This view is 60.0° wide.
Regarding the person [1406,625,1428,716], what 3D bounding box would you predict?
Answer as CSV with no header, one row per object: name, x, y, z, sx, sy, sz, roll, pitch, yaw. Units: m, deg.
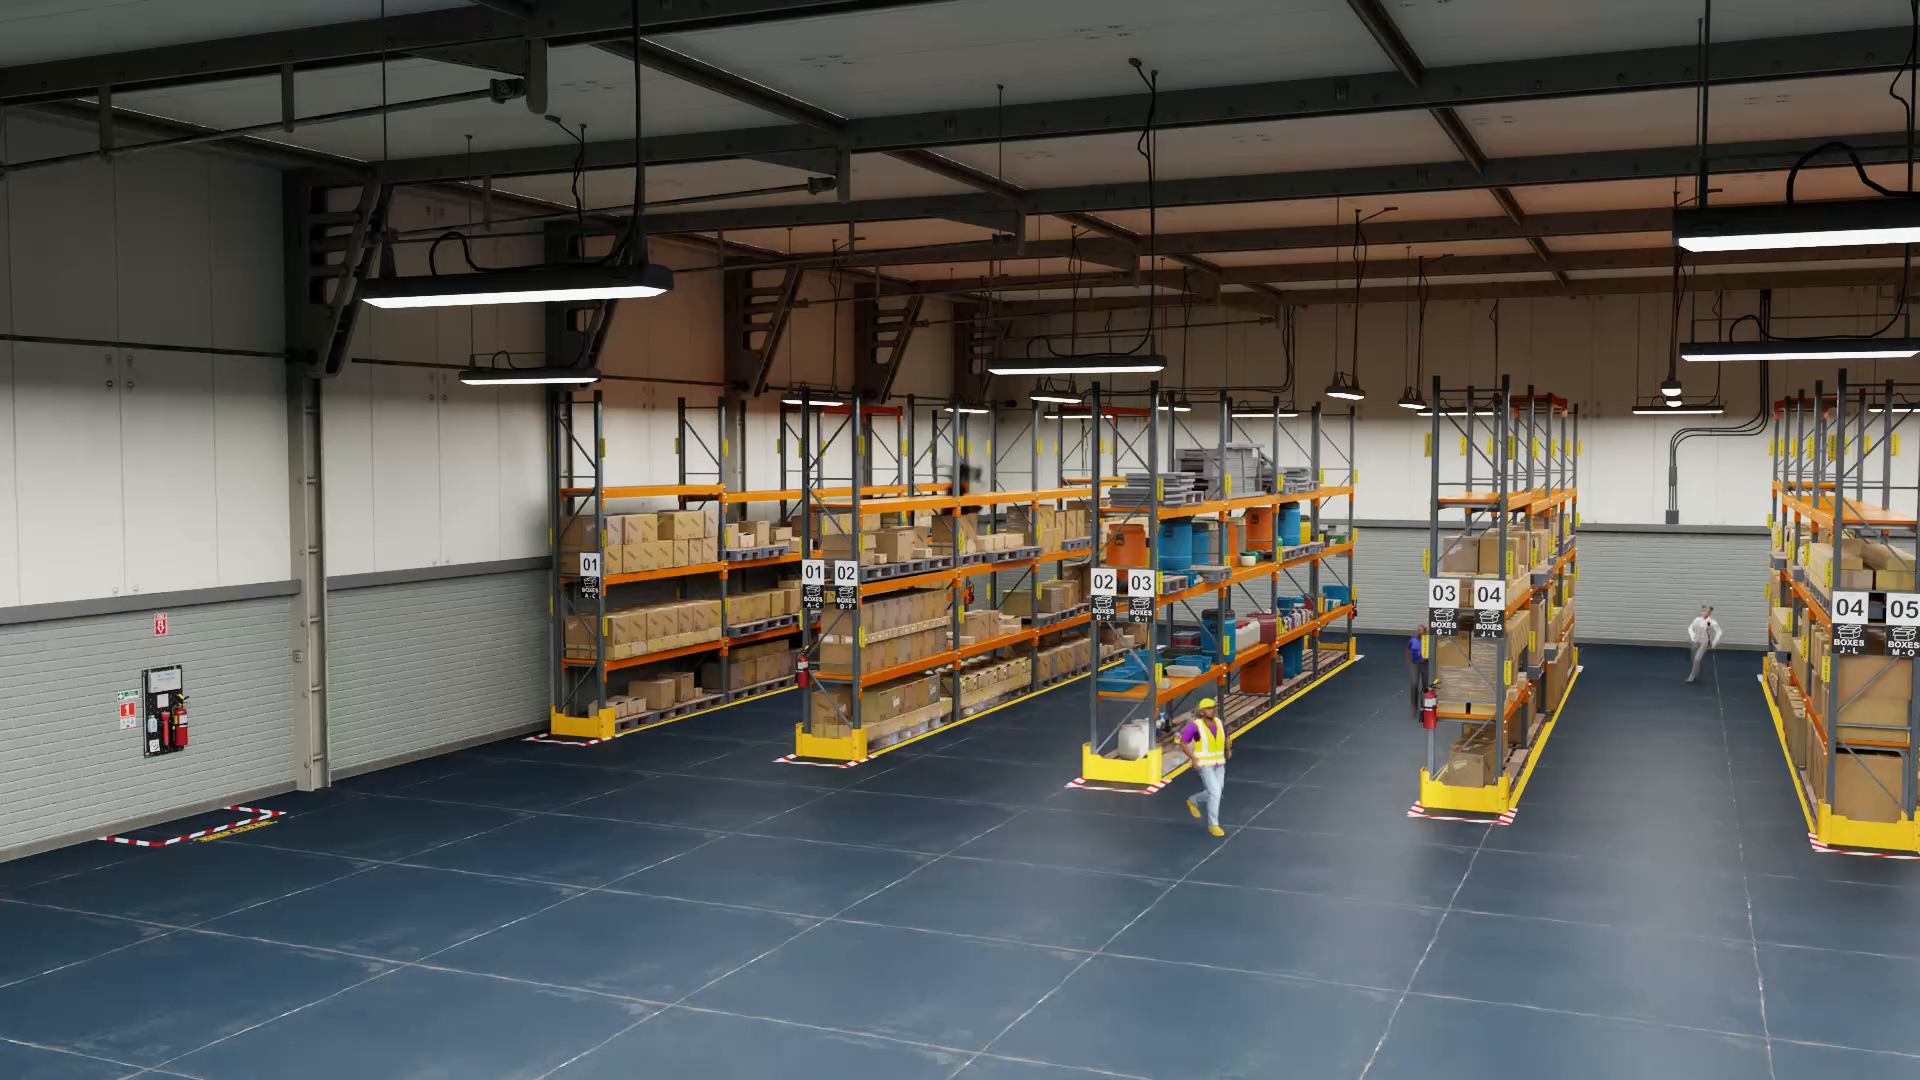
person,8.664,2.431,31.296,0.570,1.645,0.910,1,3,22

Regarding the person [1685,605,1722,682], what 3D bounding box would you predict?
person,15.889,2.205,35.531,0.672,1.644,0.822,3,4,42

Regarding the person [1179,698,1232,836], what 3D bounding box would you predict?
person,3.238,2.937,21.742,0.691,1.755,0.760,-2,4,-29
